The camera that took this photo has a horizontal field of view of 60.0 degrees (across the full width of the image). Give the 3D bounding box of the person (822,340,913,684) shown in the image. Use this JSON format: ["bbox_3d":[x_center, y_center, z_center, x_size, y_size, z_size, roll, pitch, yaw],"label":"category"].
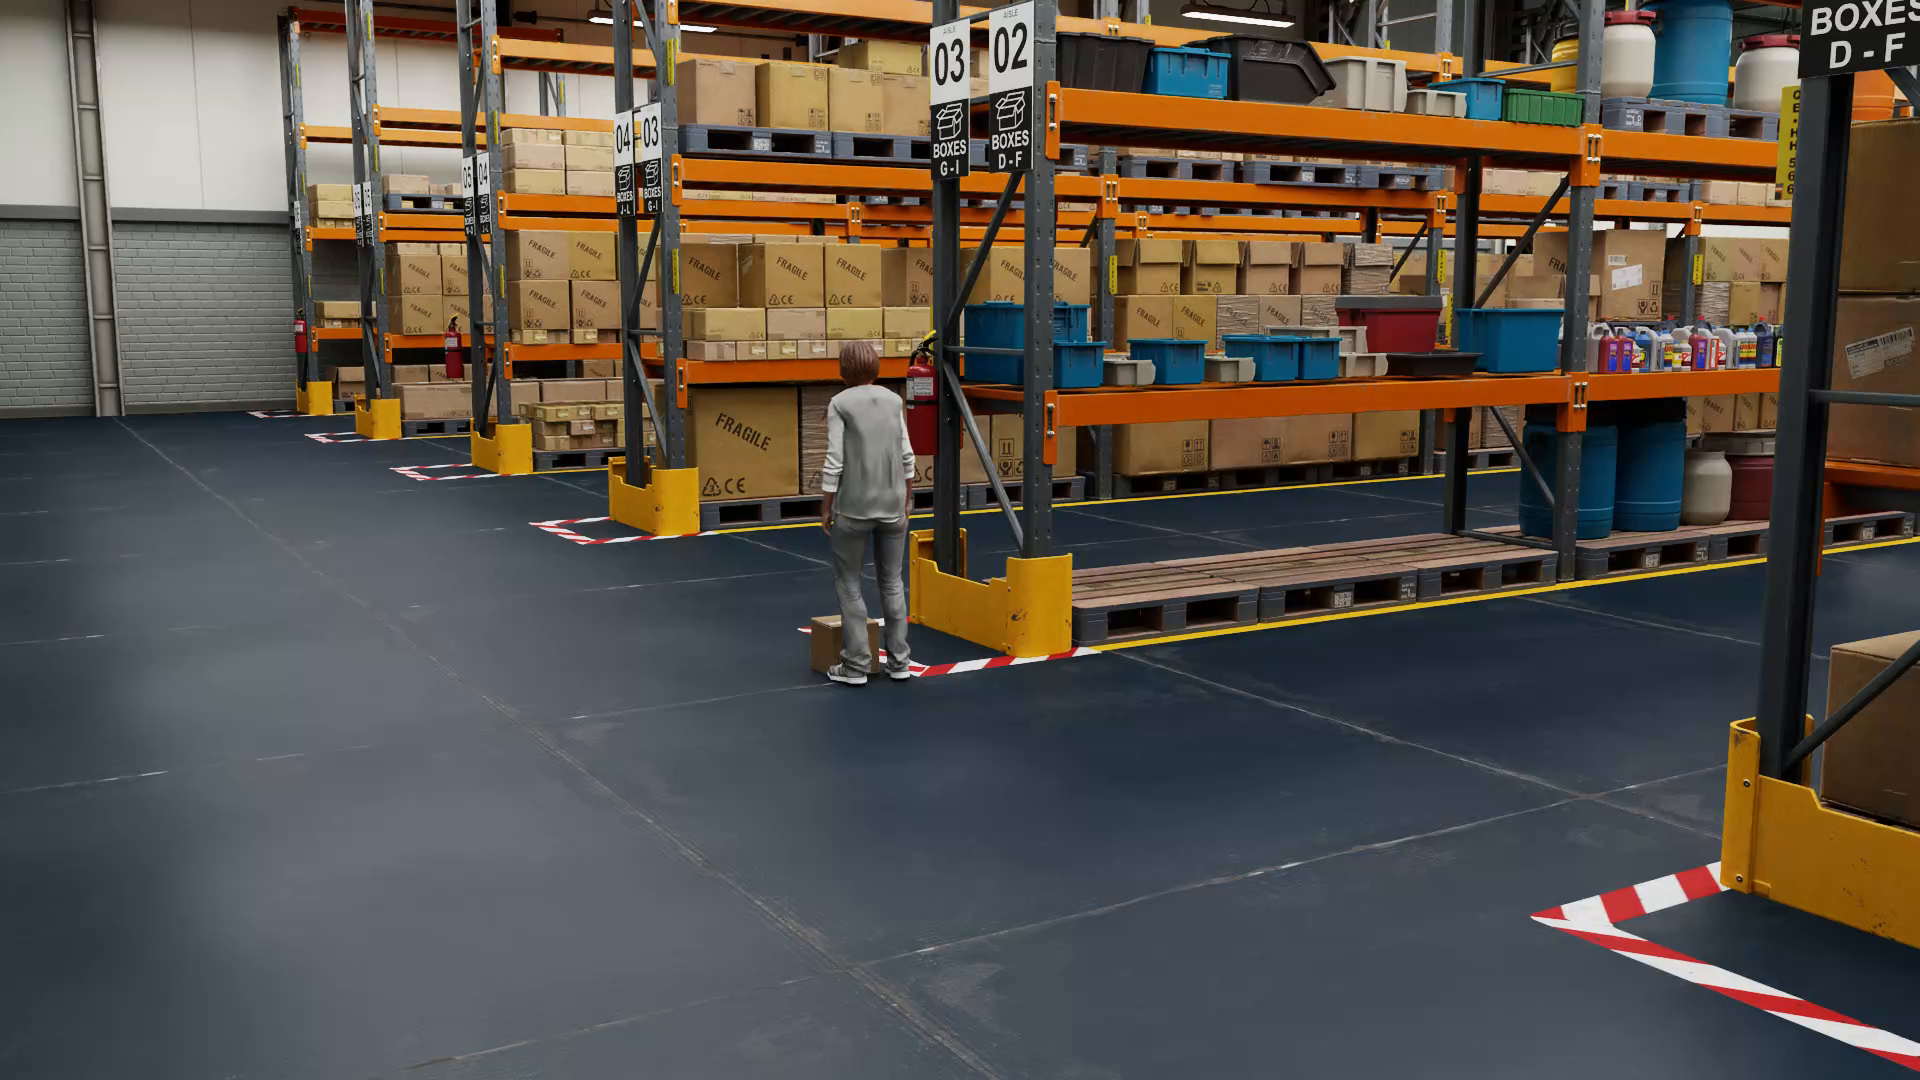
[{"bbox_3d":[-0.431,-0.121,7.734,0.449,1.581,0.317,-4,9,-28],"label":"person"}]
